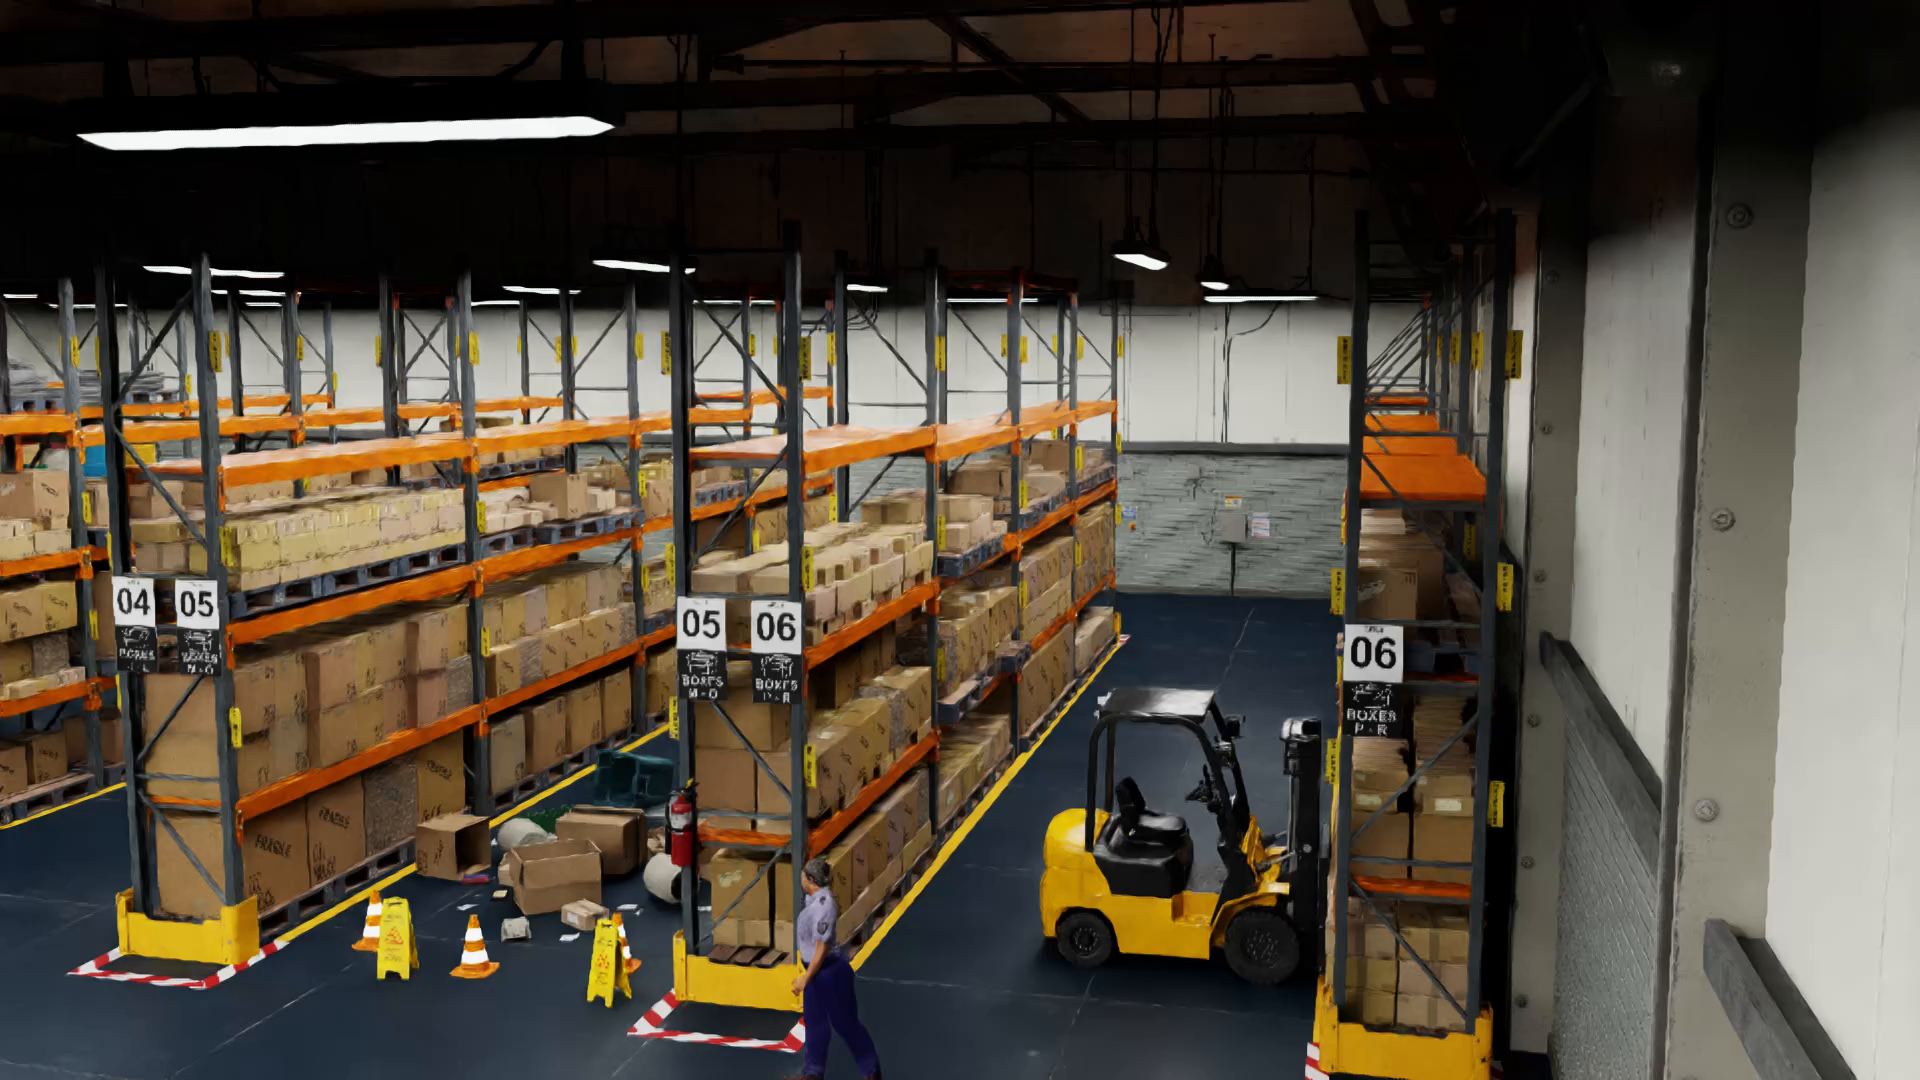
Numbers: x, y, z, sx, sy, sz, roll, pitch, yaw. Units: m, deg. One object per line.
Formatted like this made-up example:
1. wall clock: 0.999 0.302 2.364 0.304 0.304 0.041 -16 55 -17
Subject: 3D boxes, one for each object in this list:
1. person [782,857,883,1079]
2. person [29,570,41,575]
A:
1. person: -0.887 2.979 11.390 0.674 1.633 0.518 -2 7 -13
2. person: -18.696 0.279 33.585 0.452 1.593 0.585 1 7 6
